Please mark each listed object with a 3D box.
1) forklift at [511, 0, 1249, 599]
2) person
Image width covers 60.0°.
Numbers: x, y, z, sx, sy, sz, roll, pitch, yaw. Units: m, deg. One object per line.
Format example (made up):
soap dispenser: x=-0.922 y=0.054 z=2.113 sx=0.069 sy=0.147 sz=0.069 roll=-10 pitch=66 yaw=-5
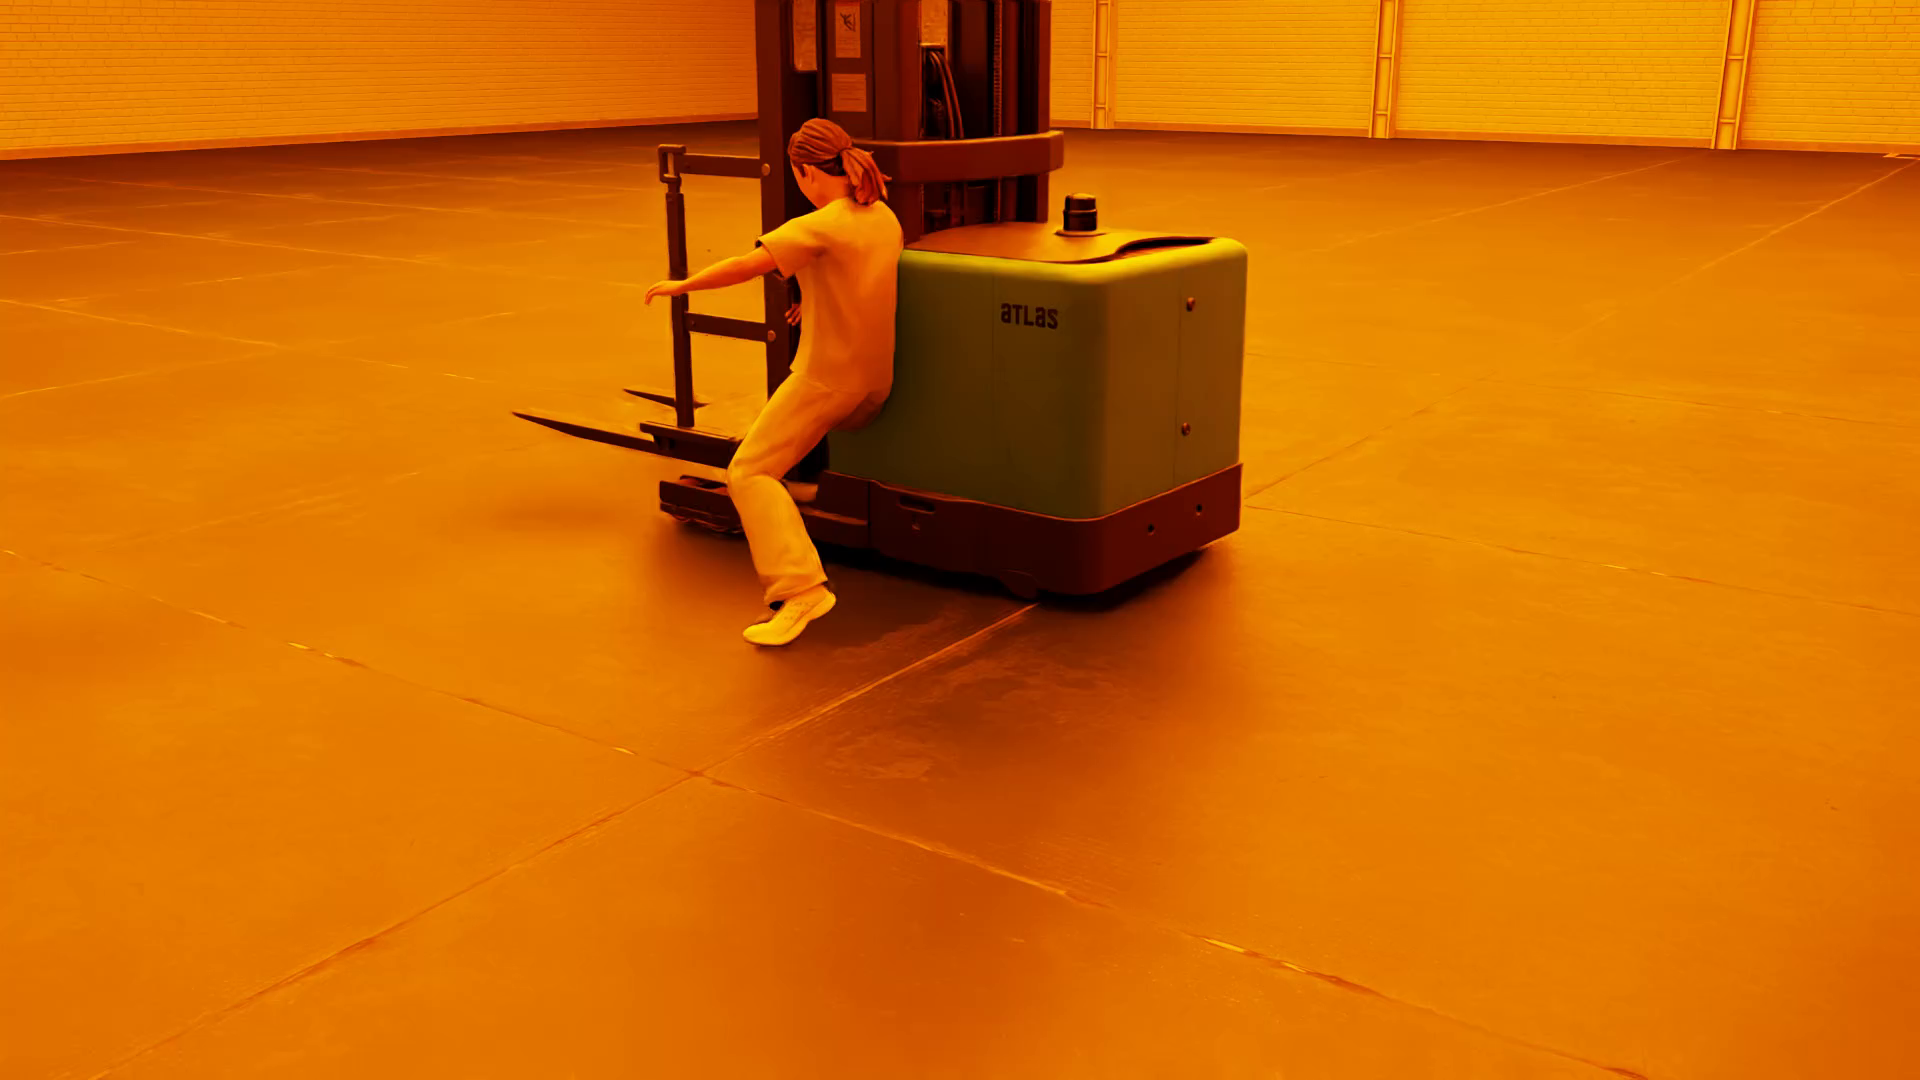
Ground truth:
forklift: x=-0.488 y=-1.538 z=5.977 sx=3.031 sy=2.935 sz=1.130 roll=13 pitch=21 yaw=36
person: x=-0.518 y=-0.577 z=5.277 sx=0.861 sy=1.480 sz=1.227 roll=11 pitch=20 yaw=33
